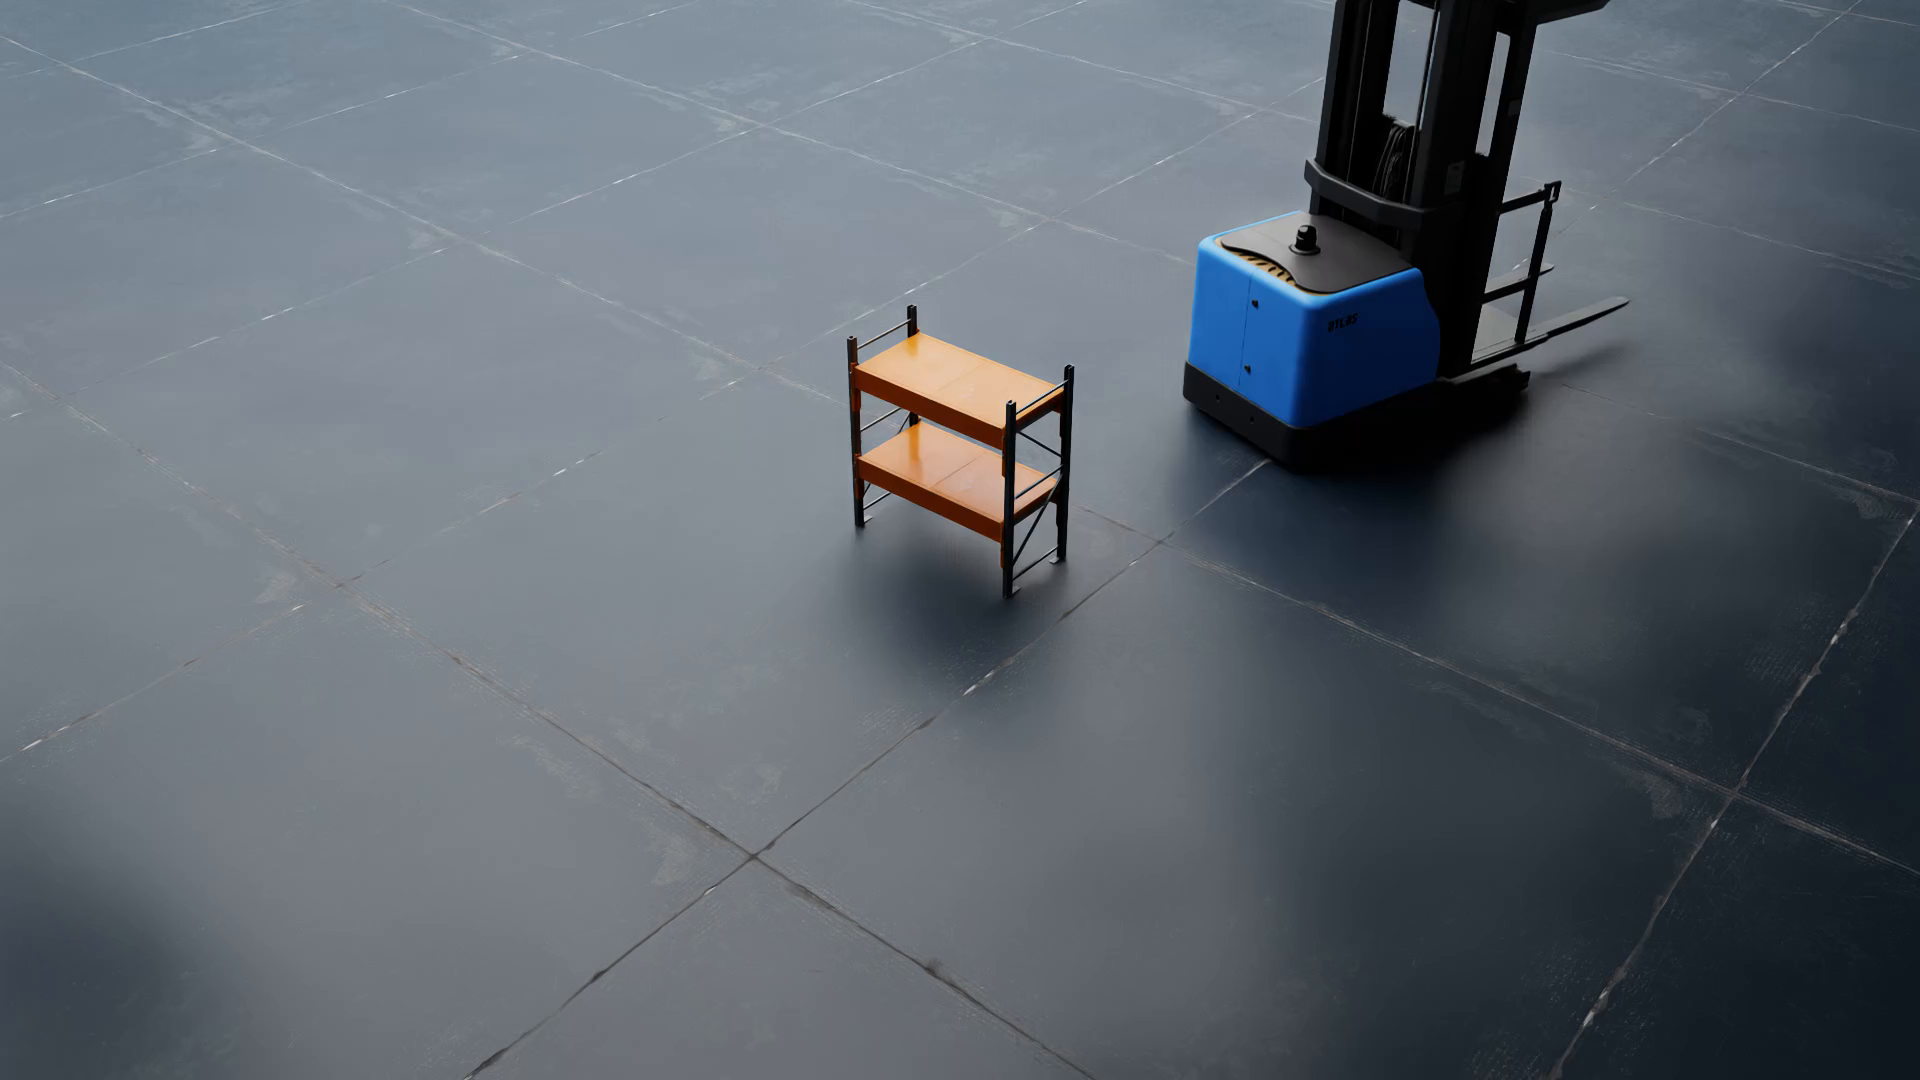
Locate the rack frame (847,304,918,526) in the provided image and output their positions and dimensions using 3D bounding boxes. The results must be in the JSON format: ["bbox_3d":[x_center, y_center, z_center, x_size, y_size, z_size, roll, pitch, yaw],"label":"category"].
[{"bbox_3d":[-0.396,-0.650,8.785,0.032,1.125,0.500,25,42,32],"label":"rack frame"}]

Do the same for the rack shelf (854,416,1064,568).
[{"bbox_3d":[-0.005,-0.265,8.656,1.000,0.278,0.538,25,42,32],"label":"rack shelf"}]

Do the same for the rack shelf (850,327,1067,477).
[{"bbox_3d":[-0.005,-0.707,8.352,1.000,0.278,0.538,25,42,32],"label":"rack shelf"}]

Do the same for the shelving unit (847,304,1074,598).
[{"bbox_3d":[-0.005,-0.466,8.517,1.048,1.125,0.538,25,42,32],"label":"shelving unit"}]

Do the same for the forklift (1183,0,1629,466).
[{"bbox_3d":[2.850,-2.255,9.526,3.031,2.935,1.130,-20,39,-27],"label":"forklift"}]

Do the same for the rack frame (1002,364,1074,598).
[{"bbox_3d":[0.385,-0.282,8.249,0.032,1.125,0.500,25,42,32],"label":"rack frame"}]
